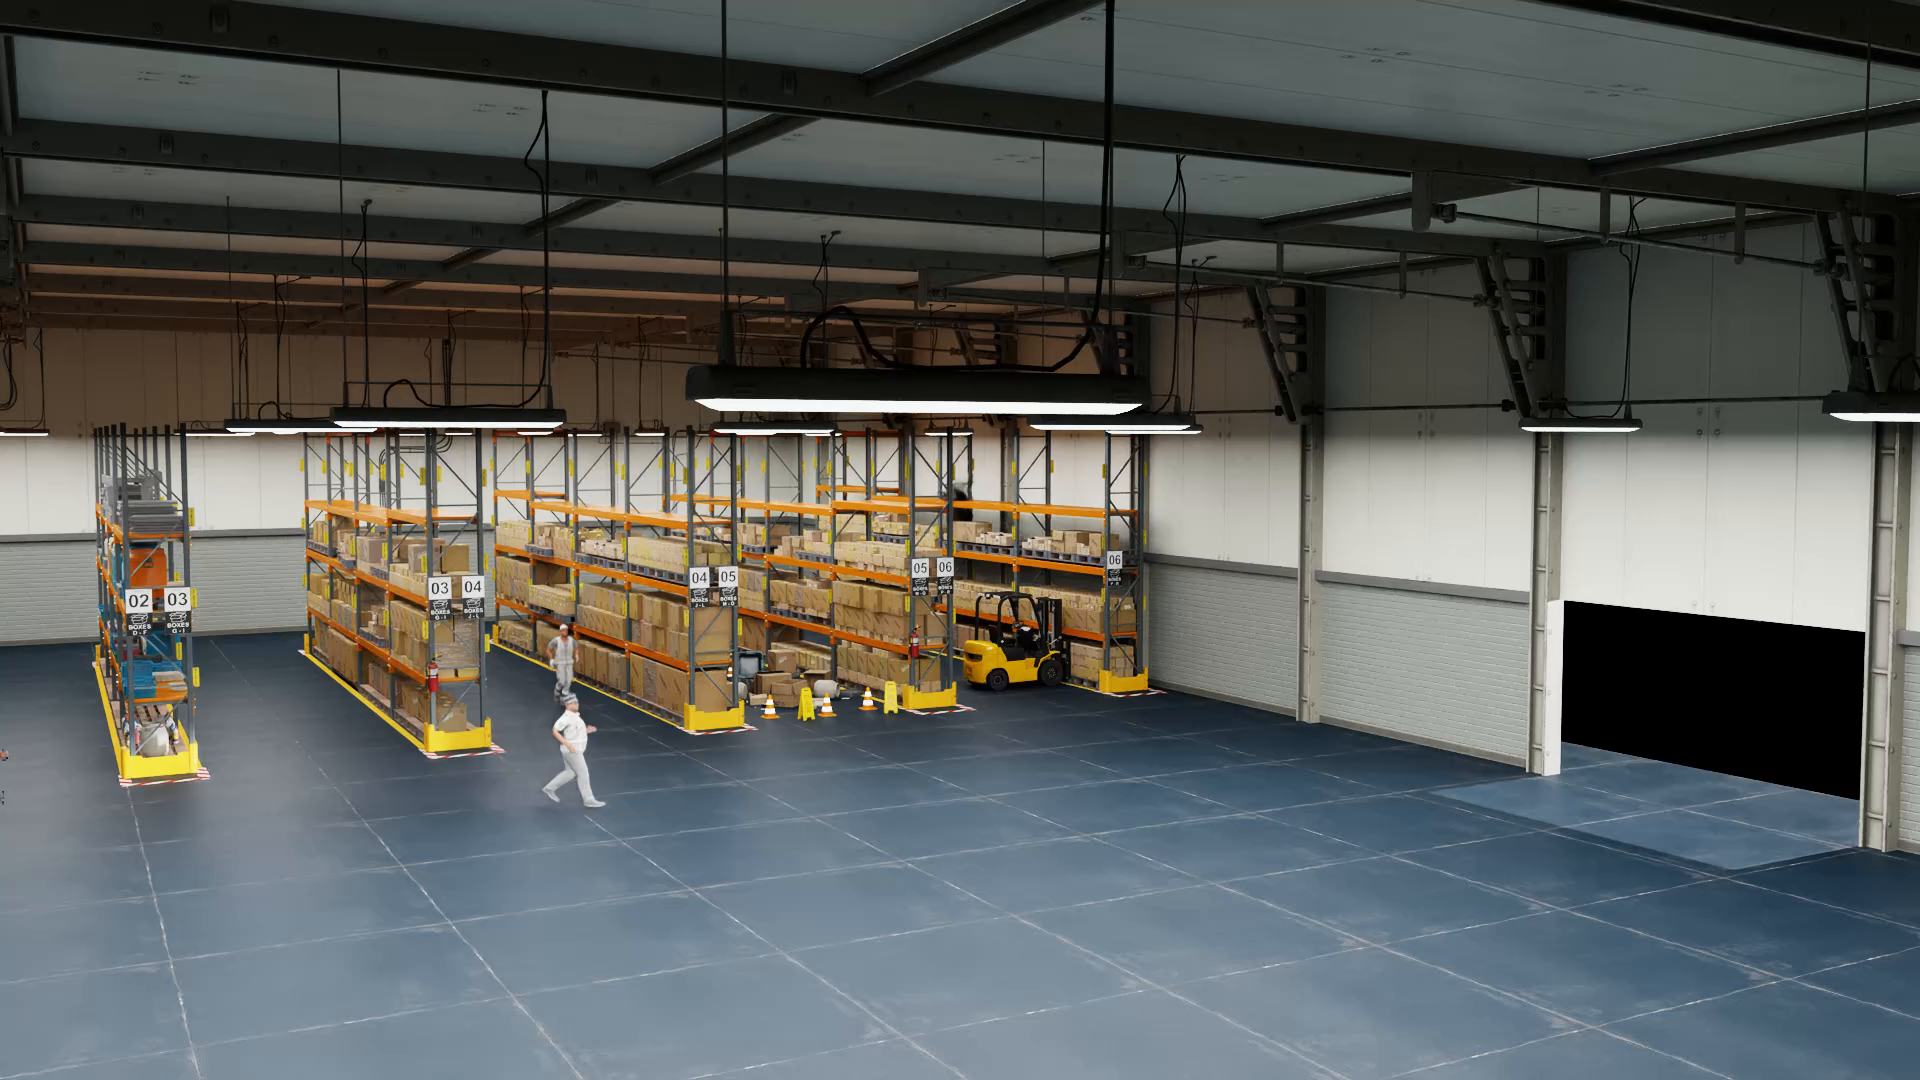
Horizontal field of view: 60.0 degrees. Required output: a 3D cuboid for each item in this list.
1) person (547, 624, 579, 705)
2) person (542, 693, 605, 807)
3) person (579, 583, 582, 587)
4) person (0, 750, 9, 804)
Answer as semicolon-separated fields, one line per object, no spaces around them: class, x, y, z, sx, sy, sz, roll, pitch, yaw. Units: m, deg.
person;-8.485;2.682;35.728;0.668;1.749;0.583;-2;4;-34
person;-5.997;3.251;25.788;0.970;1.759;0.665;0;3;-4
person;-10.672;2.028;46.482;0.679;1.721;0.636;-2;4;-33
person;-14.055;3.424;23.886;0.726;1.760;0.633;-1;4;-15
